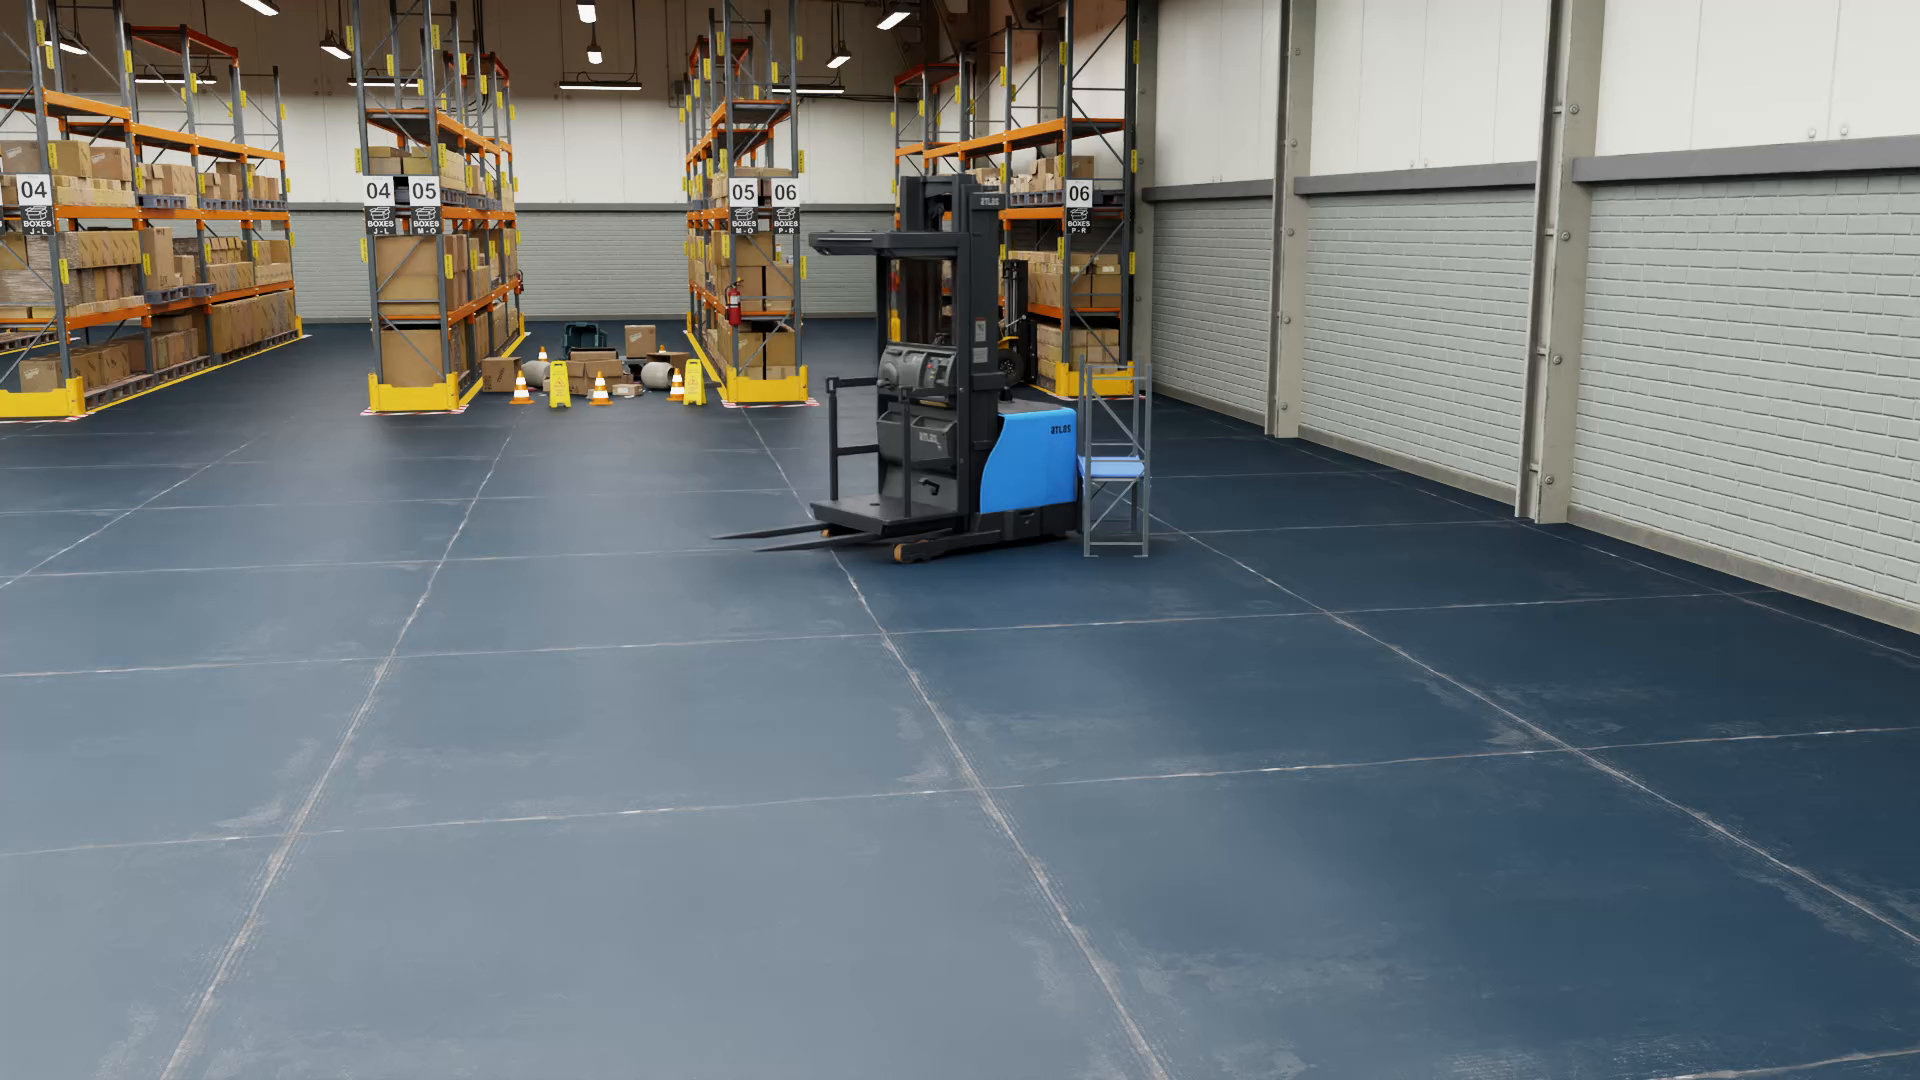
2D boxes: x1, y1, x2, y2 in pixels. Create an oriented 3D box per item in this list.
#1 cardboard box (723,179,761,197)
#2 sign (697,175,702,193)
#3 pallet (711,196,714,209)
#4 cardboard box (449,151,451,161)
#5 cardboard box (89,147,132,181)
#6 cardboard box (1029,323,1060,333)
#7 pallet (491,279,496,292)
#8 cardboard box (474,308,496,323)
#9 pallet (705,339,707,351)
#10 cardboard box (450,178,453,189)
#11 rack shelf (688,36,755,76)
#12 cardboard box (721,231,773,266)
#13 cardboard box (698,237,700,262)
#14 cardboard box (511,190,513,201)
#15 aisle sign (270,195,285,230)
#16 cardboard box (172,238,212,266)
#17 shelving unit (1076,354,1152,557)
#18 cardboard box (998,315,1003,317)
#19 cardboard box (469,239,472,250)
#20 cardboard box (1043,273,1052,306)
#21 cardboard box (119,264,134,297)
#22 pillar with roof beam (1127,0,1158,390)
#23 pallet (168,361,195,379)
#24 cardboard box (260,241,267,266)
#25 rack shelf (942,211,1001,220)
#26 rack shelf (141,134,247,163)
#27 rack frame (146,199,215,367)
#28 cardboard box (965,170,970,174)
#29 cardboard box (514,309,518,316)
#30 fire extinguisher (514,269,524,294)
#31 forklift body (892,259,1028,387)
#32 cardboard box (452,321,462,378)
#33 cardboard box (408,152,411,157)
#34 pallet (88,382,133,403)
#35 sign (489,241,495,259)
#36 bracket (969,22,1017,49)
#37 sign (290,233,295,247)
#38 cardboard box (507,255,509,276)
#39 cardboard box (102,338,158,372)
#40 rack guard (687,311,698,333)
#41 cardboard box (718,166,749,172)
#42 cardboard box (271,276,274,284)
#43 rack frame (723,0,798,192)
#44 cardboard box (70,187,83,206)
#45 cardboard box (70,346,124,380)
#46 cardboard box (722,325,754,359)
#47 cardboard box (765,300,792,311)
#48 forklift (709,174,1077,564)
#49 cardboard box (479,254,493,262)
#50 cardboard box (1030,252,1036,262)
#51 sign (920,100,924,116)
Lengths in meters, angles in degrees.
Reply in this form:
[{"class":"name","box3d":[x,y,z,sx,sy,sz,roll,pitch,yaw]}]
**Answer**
[{"class":"cardboard box","box3d":[-3.184,-5.146,24.295,0.500,0.250,0.500,-2,11,-12]},{"class":"sign","box3d":[-4.922,-6.731,31.423,0.100,0.325,0.005,-2,11,-11]},{"class":"pallet","box3d":[-3.614,-5.748,28.355,1.213,0.211,1.003,-2,11,-11]},{"class":"cardboard box","box3d":[-7.655,-5.621,24.332,0.380,0.149,0.250,-2,11,-12]},{"class":"cardboard box","box3d":[-12.981,-5.731,25.360,0.500,0.500,0.500,-2,11,-13]},{"class":"cardboard box","box3d":[1.348,-3.396,27.074,0.500,0.250,0.500,-2,11,-12]},{"class":"pallet","box3d":[-9.455,-4.818,31.498,1.213,0.211,1.003,-2,11,-11]},{"class":"cardboard box","box3d":[-9.109,-4.267,31.649,0.500,0.250,0.500,-3,11,-14]},{"class":"pallet","box3d":[-4.690,-3.984,34.065,1.003,0.211,1.213,-2,11,-11]},{"class":"cardboard box","box3d":[-7.654,-5.229,24.407,0.380,0.149,0.250,-2,11,-11]},{"class":"rack shelf","box3d":[-4.765,-9.577,32.980,1.077,0.370,4.000,-2,11,-11]},{"class":"cardboard box","box3d":[-3.134,-4.288,24.468,0.700,0.500,0.500,-2,11,-12]},{"class":"cardboard box","box3d":[-5.023,-5.887,33.664,0.500,0.500,0.500,-2,11,-12]},{"class":"cardboard box","box3d":[-10.429,-7.822,37.814,0.500,0.250,0.500,-2,11,-13]},{"class":"aisle sign","box3d":[-15.373,-7.392,37.556,0.394,0.787,0.004,-2,11,-11]},{"class":"cardboard box","box3d":[-14.223,-5.300,30.568,0.797,0.503,0.637,-2,11,-9]},{"class":"shelving unit","box3d":[1.228,-0.702,13.372,0.538,1.500,1.048,0,11,1]},{"class":"cardboard box","box3d":[0.735,-3.970,31.760,0.875,0.625,0.625,-2,11,-9]},{"class":"cardboard box","box3d":[-8.833,-4.962,28.803,0.700,0.500,0.500,-2,11,-12]},{"class":"cardboard box","box3d":[1.603,-3.923,26.017,0.500,0.500,0.500,-2,11,-9]},{"class":"cardboard box","box3d":[-13.292,-4.000,25.627,0.875,0.500,0.500,-2,11,-11]},{"class":"pillar with roof beam","box3d":[-1.426,-6.648,24.560,9.100,9.000,0.400,-2,11,-11]},{"class":"pallet","box3d":[-13.713,-2.887,28.298,1.003,0.211,1.213,-2,11,-11]},{"class":"cardboard box","box3d":[-14.806,-5.985,34.720,0.500,0.500,0.500,-2,11,-11]},{"class":"rack shelf","box3d":[0.103,-6.652,34.523,1.077,0.370,4.000,-2,11,-11]},{"class":"rack shelf","box3d":[-14.486,-7.387,31.434,1.077,0.370,4.000,-2,11,-11]},{"class":"rack frame","box3d":[-14.097,-4.623,29.964,1.000,3.000,0.127,-2,11,-11]},{"class":"cardboard box","box3d":[0.394,-6.801,31.726,0.500,0.500,0.500,-2,11,-11]},{"class":"cardboard box","box3d":[-10.249,-5.171,37.754,0.380,0.149,0.250,-2,11,-12]},{"class":"fire extinguisher","box3d":[-10.364,-6.094,38.896,0.296,0.674,0.183,-2,11,-11]},{"class":"forklift body","box3d":[-0.110,-3.562,26.658,2.313,2.155,1.214,-2,11,-11]},{"class":"cardboard box","box3d":[-8.201,-2.931,25.632,0.875,0.875,0.875,-2,11,-11]},{"class":"cardboard box","box3d":[-8.448,-5.736,24.937,0.380,0.149,0.250,-2,11,-11]},{"class":"pallet","box3d":[-12.913,-2.174,24.551,1.003,0.211,1.213,-2,11,-11]},{"class":"sign","box3d":[-8.668,-5.375,30.815,0.100,0.325,0.005,-2,11,-11]},{"class":"bracket","box3d":[0.700,-10.209,33.642,0.076,0.066,4.783,-2,11,-11]},{"class":"sign","box3d":[-15.118,-6.793,37.632,0.100,0.325,0.005,-2,11,-11]},{"class":"cardboard box","box3d":[-9.943,-5.904,35.632,0.500,0.500,0.500,-2,11,-11]},{"class":"cardboard box","box3d":[-13.417,-2.991,26.897,0.700,0.500,0.500,-3,11,-15]},{"class":"rack guard","box3d":[-5.937,-5.227,39.823,1.175,0.500,0.348,-2,11,-11]},{"class":"cardboard box","box3d":[-3.836,-6.203,28.184,0.500,0.250,0.500,-2,11,-10]},{"class":"cardboard box","box3d":[-14.859,-5.537,35.439,0.380,0.149,0.250,-2,11,-10]},{"class":"rack frame","box3d":[-2.820,-6.463,23.587,1.000,3.000,0.127,-2,11,-11]},{"class":"cardboard box","box3d":[-12.488,-4.748,22.998,0.500,0.250,0.500,-2,11,-12]},{"class":"cardboard box","box3d":[-13.162,-2.688,25.360,0.500,0.500,0.500,1,11,7]},{"class":"cardboard box","box3d":[-3.534,-3.163,26.517,0.500,0.500,0.500,-2,11,-8]},{"class":"cardboard box","box3d":[-2.683,-3.463,24.539,0.380,0.149,0.250,-2,11,-11]},{"class":"forklift","box3d":[-0.505,-1.364,13.026,3.031,2.935,1.130,-8,14,-37]},{"class":"cardboard box","box3d":[-9.468,-5.588,32.991,0.380,0.149,0.250,-3,11,-14]},{"class":"cardboard box","box3d":[1.369,-4.642,27.267,0.380,0.149,0.250,-2,11,-11]},{"class":"sign","box3d":[-0.822,-9.327,35.922,0.100,0.325,0.005,-2,11,-11]}]
